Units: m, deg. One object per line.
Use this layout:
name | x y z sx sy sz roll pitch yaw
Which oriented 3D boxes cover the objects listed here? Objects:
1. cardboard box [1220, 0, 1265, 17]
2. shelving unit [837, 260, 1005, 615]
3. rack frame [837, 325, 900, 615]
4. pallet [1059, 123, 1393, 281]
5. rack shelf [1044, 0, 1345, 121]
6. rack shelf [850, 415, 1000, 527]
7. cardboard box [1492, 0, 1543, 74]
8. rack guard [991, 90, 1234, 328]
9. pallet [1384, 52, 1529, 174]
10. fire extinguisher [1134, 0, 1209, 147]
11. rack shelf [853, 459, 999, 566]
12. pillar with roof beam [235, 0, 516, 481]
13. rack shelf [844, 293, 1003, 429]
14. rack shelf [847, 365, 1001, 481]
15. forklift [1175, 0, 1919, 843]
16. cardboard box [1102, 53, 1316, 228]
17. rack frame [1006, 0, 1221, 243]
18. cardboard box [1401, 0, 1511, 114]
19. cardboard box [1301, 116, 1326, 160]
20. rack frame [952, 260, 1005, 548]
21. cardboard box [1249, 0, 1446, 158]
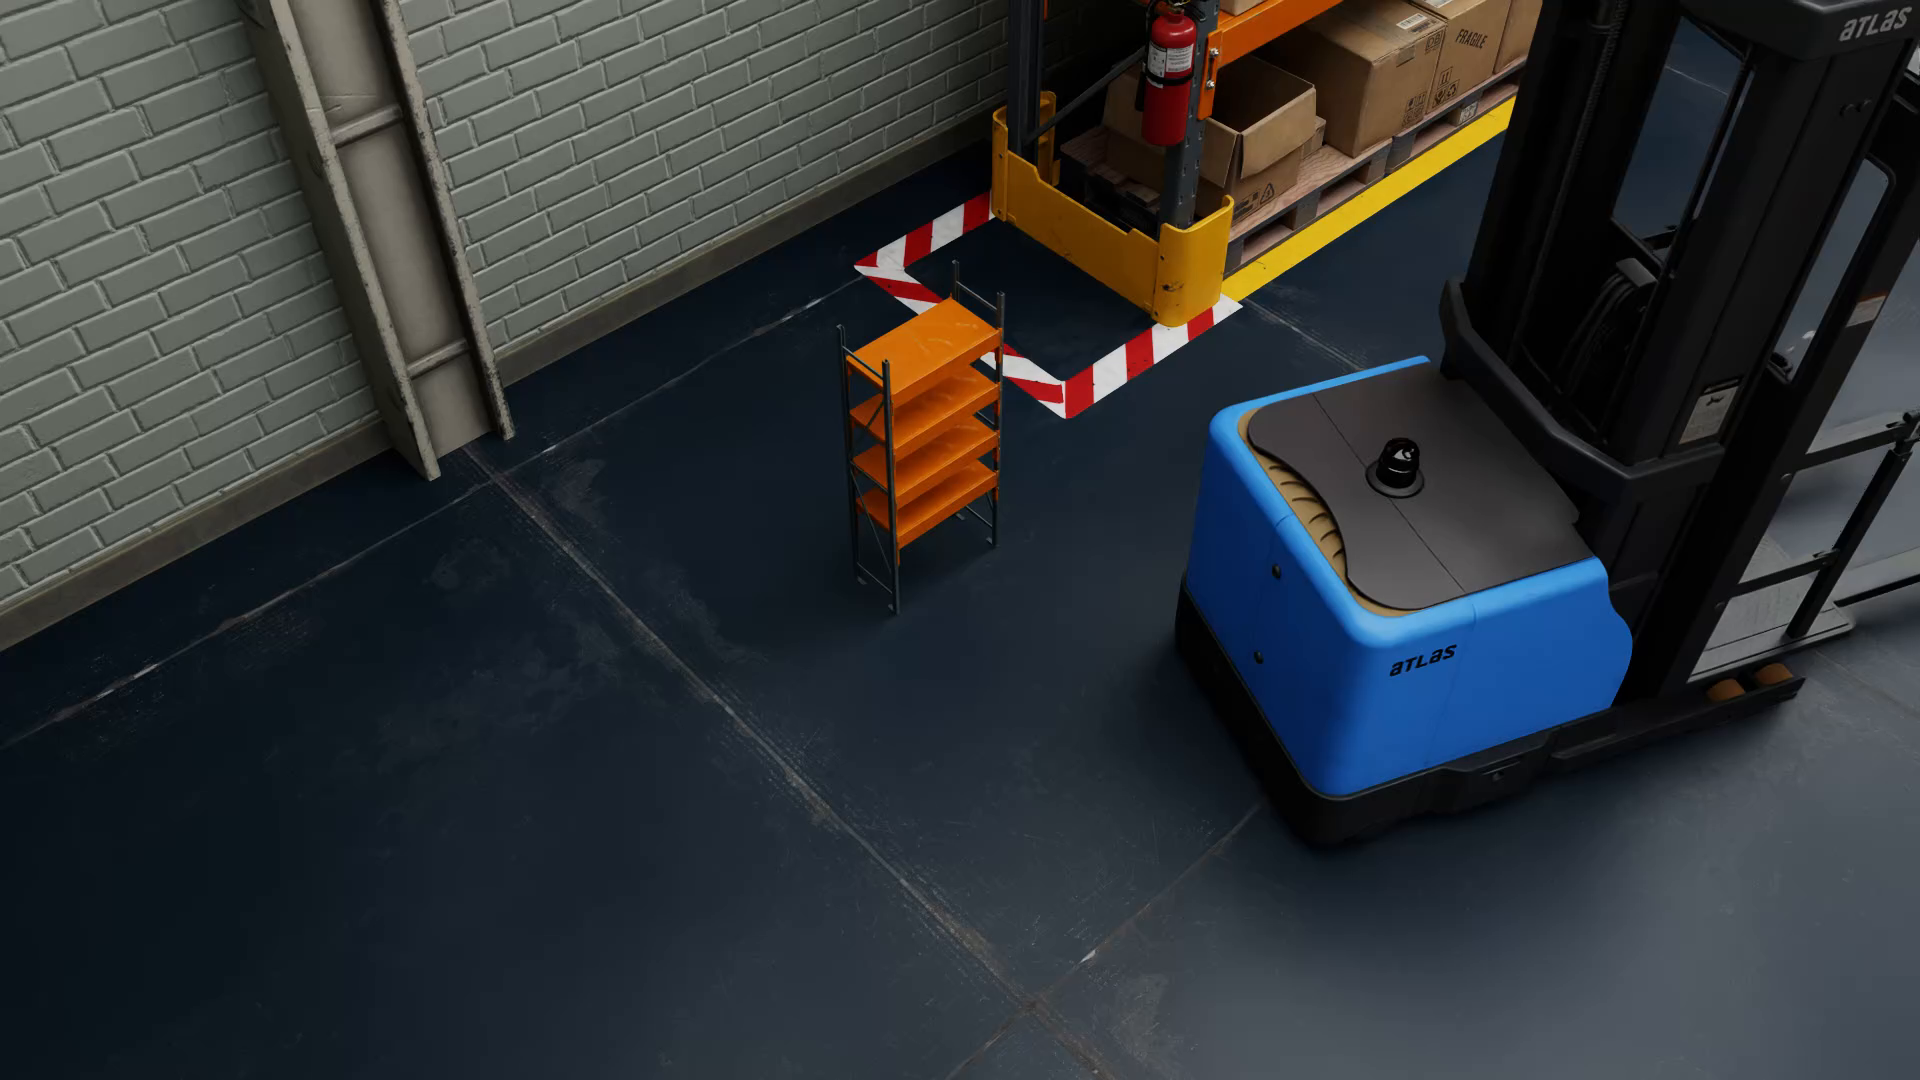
cardboard box | 1.008 -2.196 6.406 0.250 0.149 0.380 -34 56 -27
shelving unit | -0.122 -0.325 5.734 0.503 1.200 0.258 -34 56 -27
rack frame | -0.303 -0.204 5.622 0.015 1.200 0.240 -34 56 -27
pallet | 1.226 -1.754 7.725 1.213 0.211 1.003 -34 56 -27
rack shelf | 2.060 -3.013 7.478 4.000 0.370 1.077 -34 56 -27
rack shelf | -0.122 -0.279 5.783 0.480 0.148 0.258 -34 56 -27
cardboard box | 2.523 -2.728 8.141 0.500 0.500 0.700 -36 57 -28
rack guard | 0.637 -1.458 7.255 0.348 0.500 1.175 -34 56 -27
pallet | 2.128 -2.354 8.279 1.213 0.211 1.003 -34 56 -27
fire extinguisher | 0.783 -1.791 6.168 0.183 0.674 0.296 -34 56 -27
rack shelf | -0.122 -0.145 5.929 0.480 0.148 0.258 -34 56 -27
pillar with roof beam | 0.875 -1.118 1.159 0.400 9.000 9.100 -34 56 -27
rack shelf | -0.122 -0.591 5.445 0.480 0.148 0.258 -34 56 -27
rack shelf | -0.122 -0.431 5.619 0.480 0.148 0.258 -34 56 -27
forklift | 2.331 -0.714 4.914 3.031 2.935 1.130 -15 49 -14
cardboard box | 1.097 -1.815 7.296 0.637 0.503 0.797 -36 57 -28
rack frame | 0.580 -2.268 6.301 0.127 3.000 1.000 -34 56 -27
cardboard box | 2.214 -2.422 7.859 0.500 0.500 0.500 -33 55 -27
cardboard box | 1.437 -1.883 7.601 0.250 0.149 0.380 -36 57 -28
rack frame | 0.058 -0.446 5.845 0.015 1.200 0.240 -34 56 -27
cardboard box | 1.755 -2.215 7.668 0.500 0.500 0.700 -32 55 -26
